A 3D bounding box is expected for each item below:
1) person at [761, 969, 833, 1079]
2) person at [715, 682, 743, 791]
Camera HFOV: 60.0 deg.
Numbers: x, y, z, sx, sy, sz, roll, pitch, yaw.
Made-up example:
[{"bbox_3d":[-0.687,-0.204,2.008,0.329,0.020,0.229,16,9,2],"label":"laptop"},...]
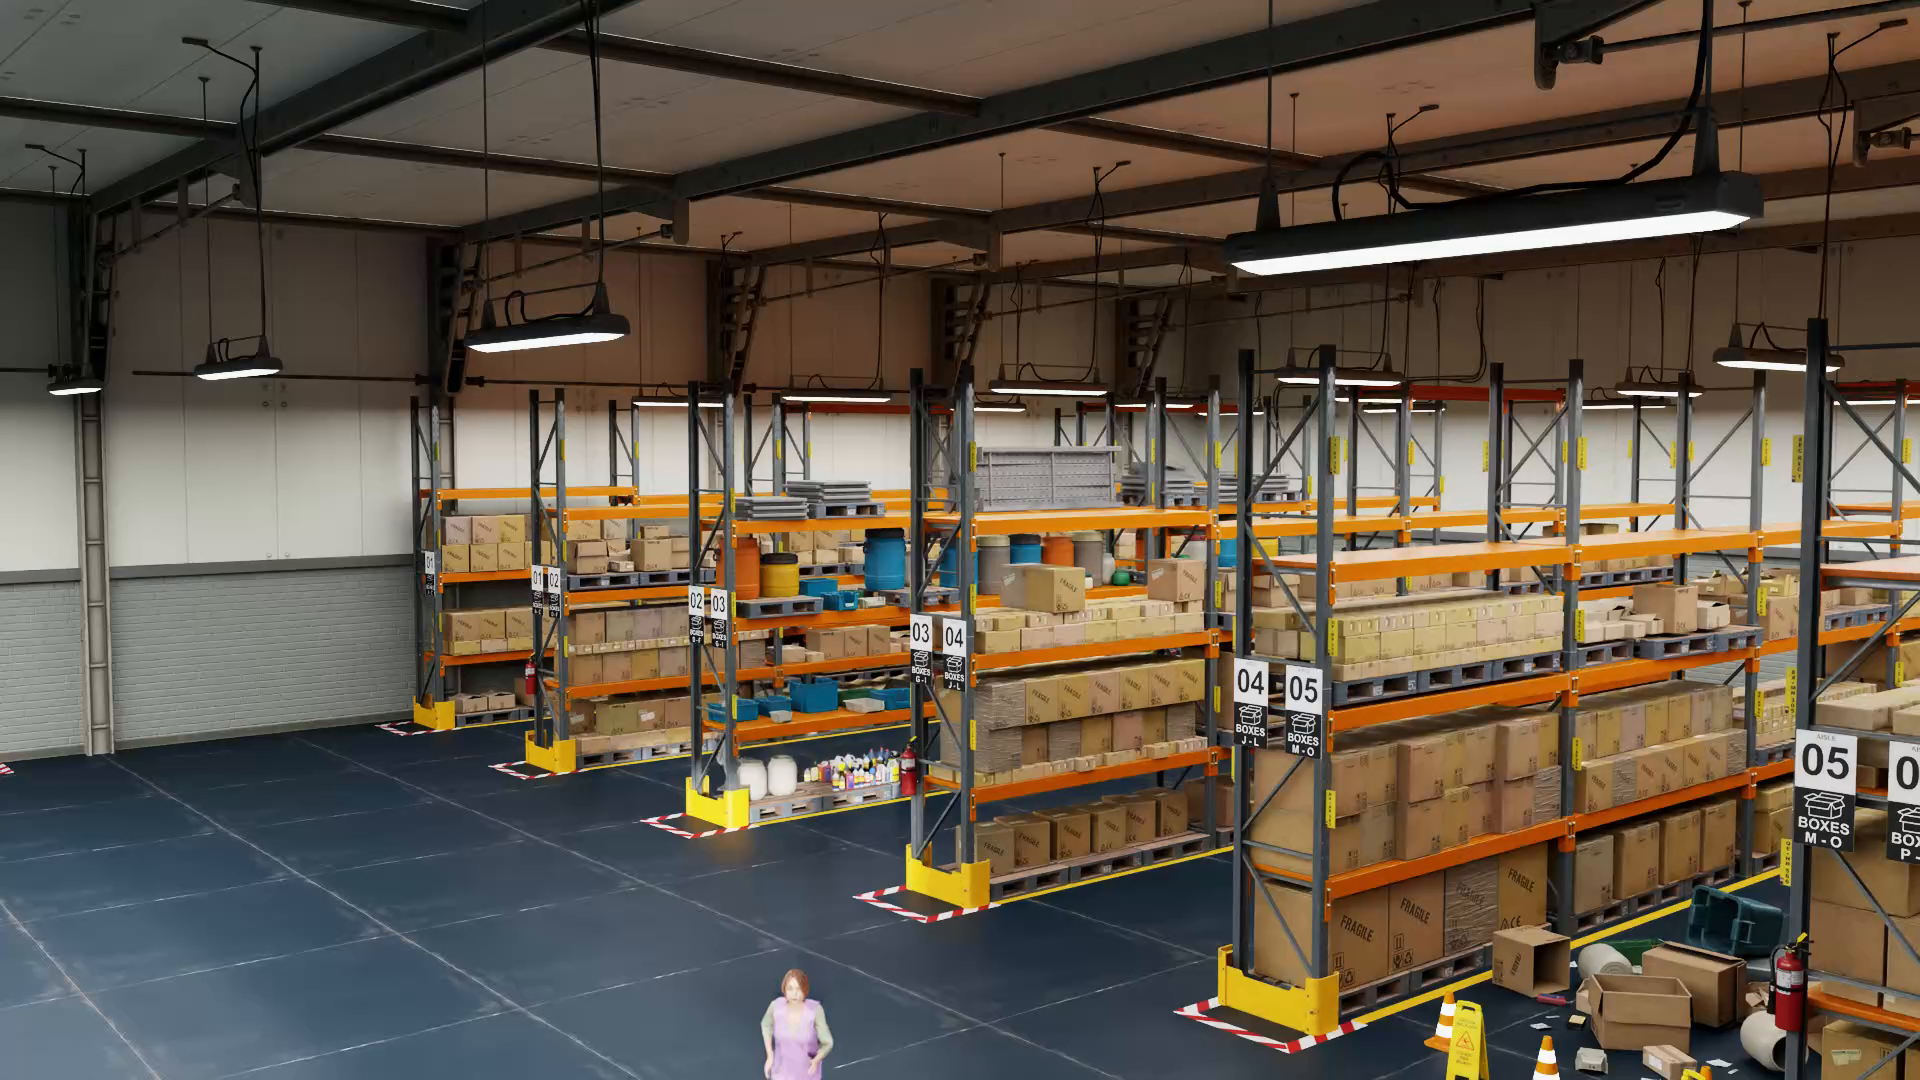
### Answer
[{"bbox_3d":[-1.119,3.693,11.429,0.503,1.597,0.885,0,3,-3],"label":"person"},{"bbox_3d":[-3.370,2.882,24.684,0.629,1.651,0.567,3,4,41],"label":"person"}]
